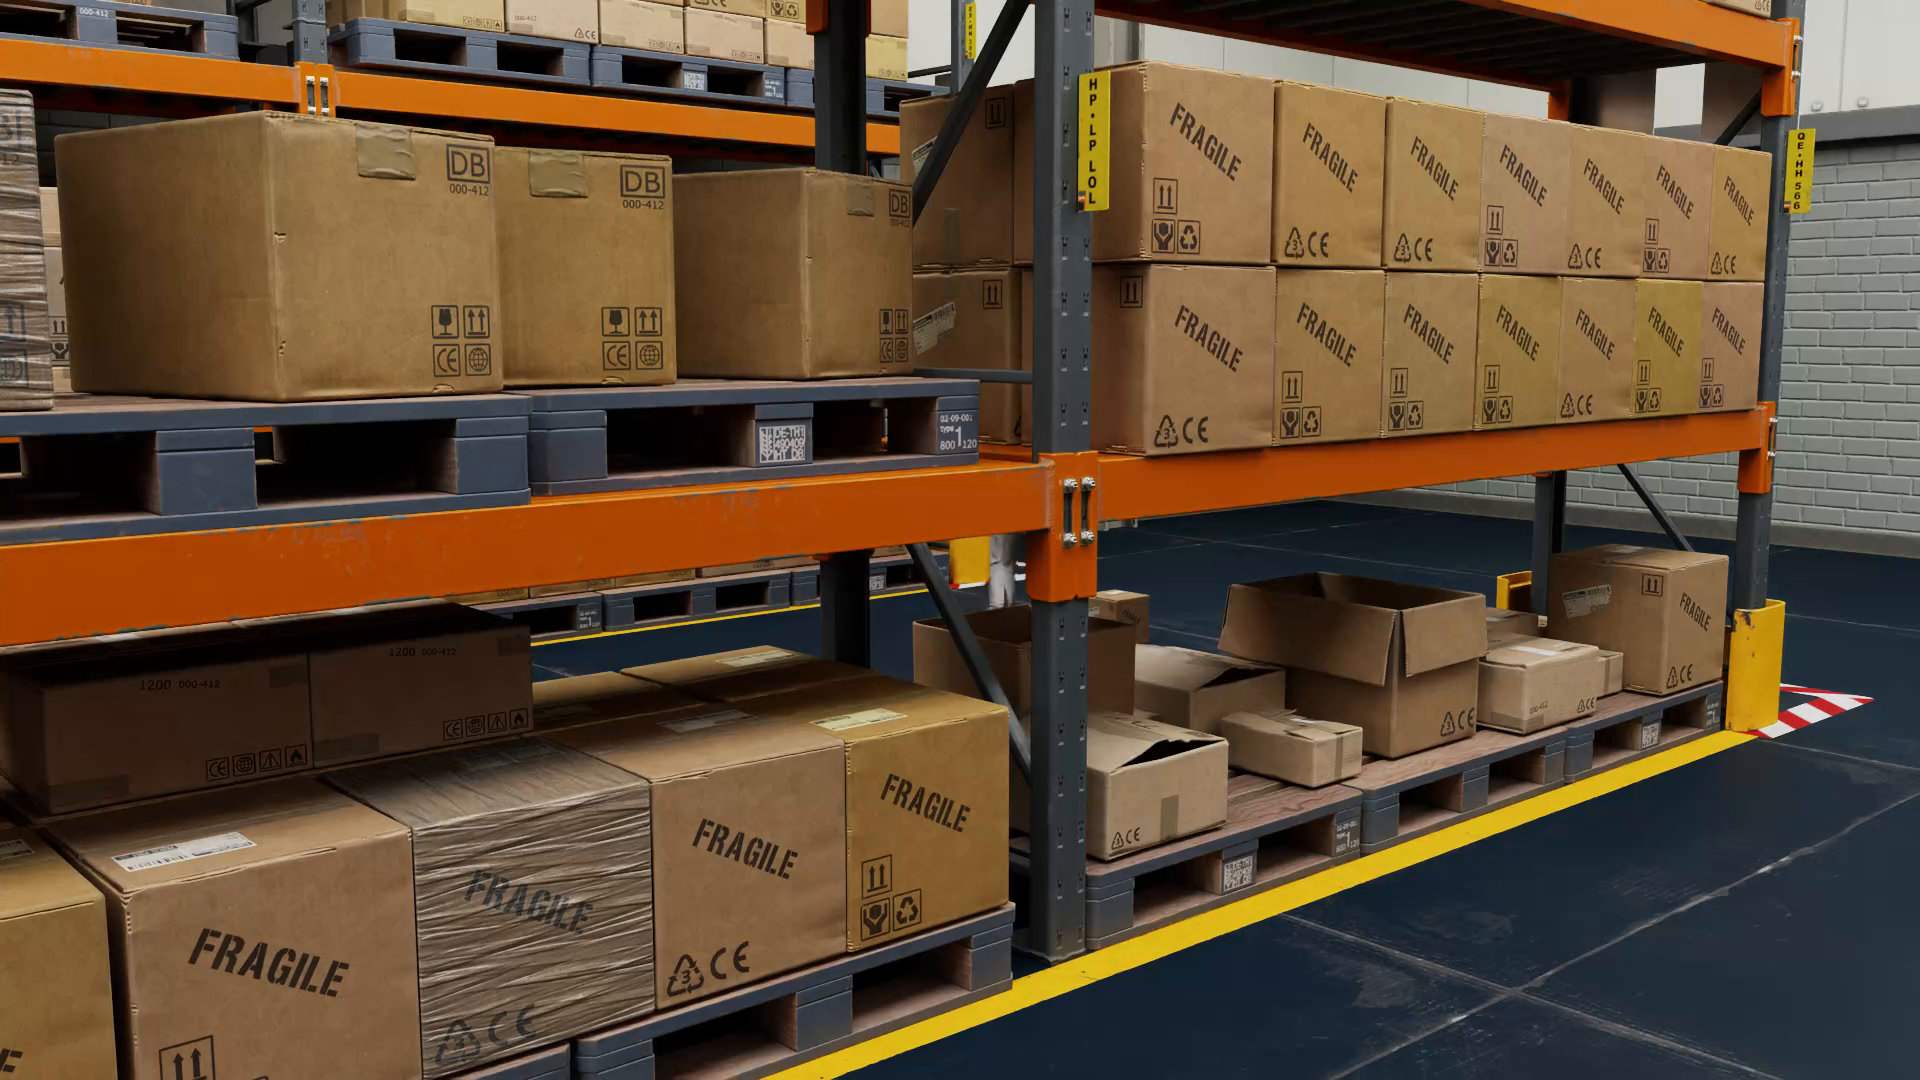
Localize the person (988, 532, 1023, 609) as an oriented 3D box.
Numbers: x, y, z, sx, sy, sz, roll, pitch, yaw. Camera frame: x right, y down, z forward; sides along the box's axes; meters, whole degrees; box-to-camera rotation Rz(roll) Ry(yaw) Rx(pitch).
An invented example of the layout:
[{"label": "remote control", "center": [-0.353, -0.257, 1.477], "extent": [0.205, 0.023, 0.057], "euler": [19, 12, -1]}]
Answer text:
[{"label": "person", "center": [0.326, -0.236, 8.026], "extent": [0.488, 1.635, 0.939], "euler": [1, 8, 10]}]
